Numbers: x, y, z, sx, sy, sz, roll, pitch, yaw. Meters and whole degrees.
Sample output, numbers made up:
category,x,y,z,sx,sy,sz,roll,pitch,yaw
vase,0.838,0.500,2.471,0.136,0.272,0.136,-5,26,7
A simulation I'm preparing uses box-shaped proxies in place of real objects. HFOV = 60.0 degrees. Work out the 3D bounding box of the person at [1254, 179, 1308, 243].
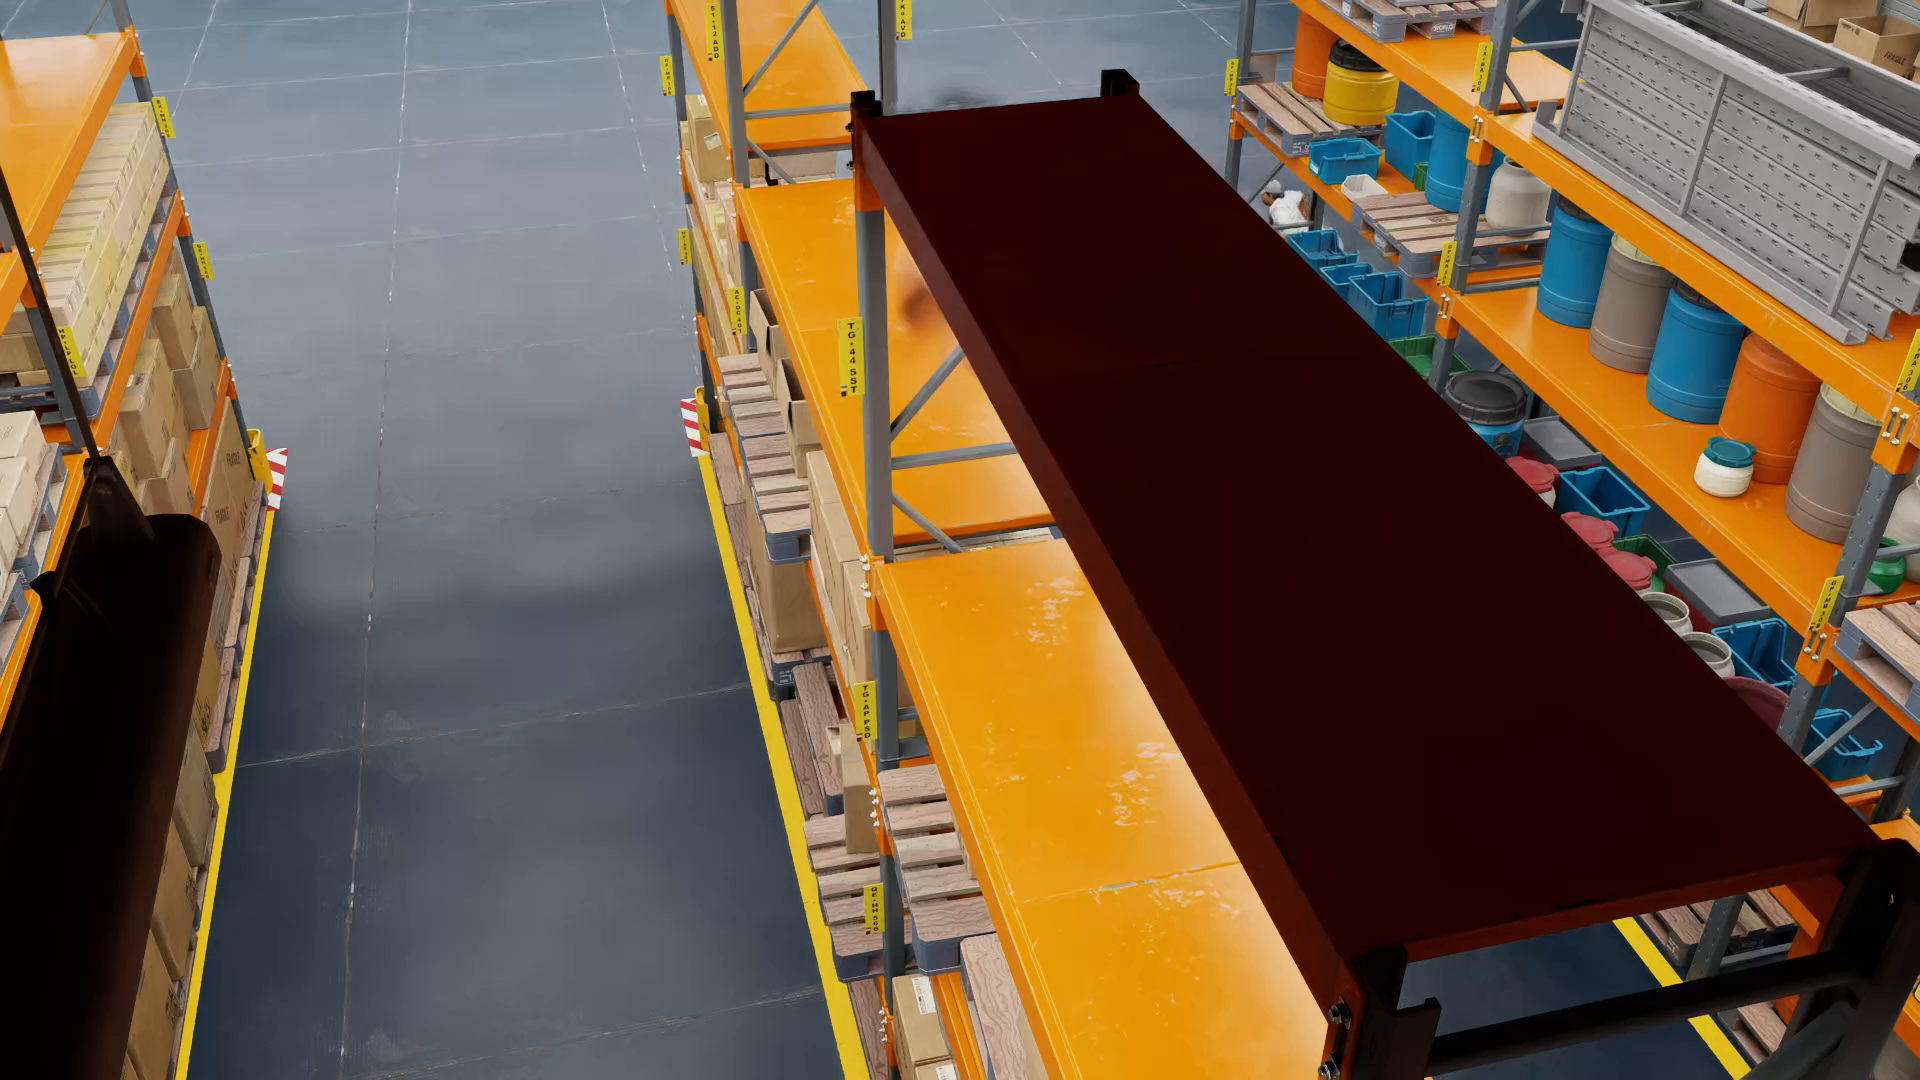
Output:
category,x,y,z,sx,sy,sz,roll,pitch,yaw
person,3.401,-3.008,17.167,0.850,1.496,0.633,7,35,10
